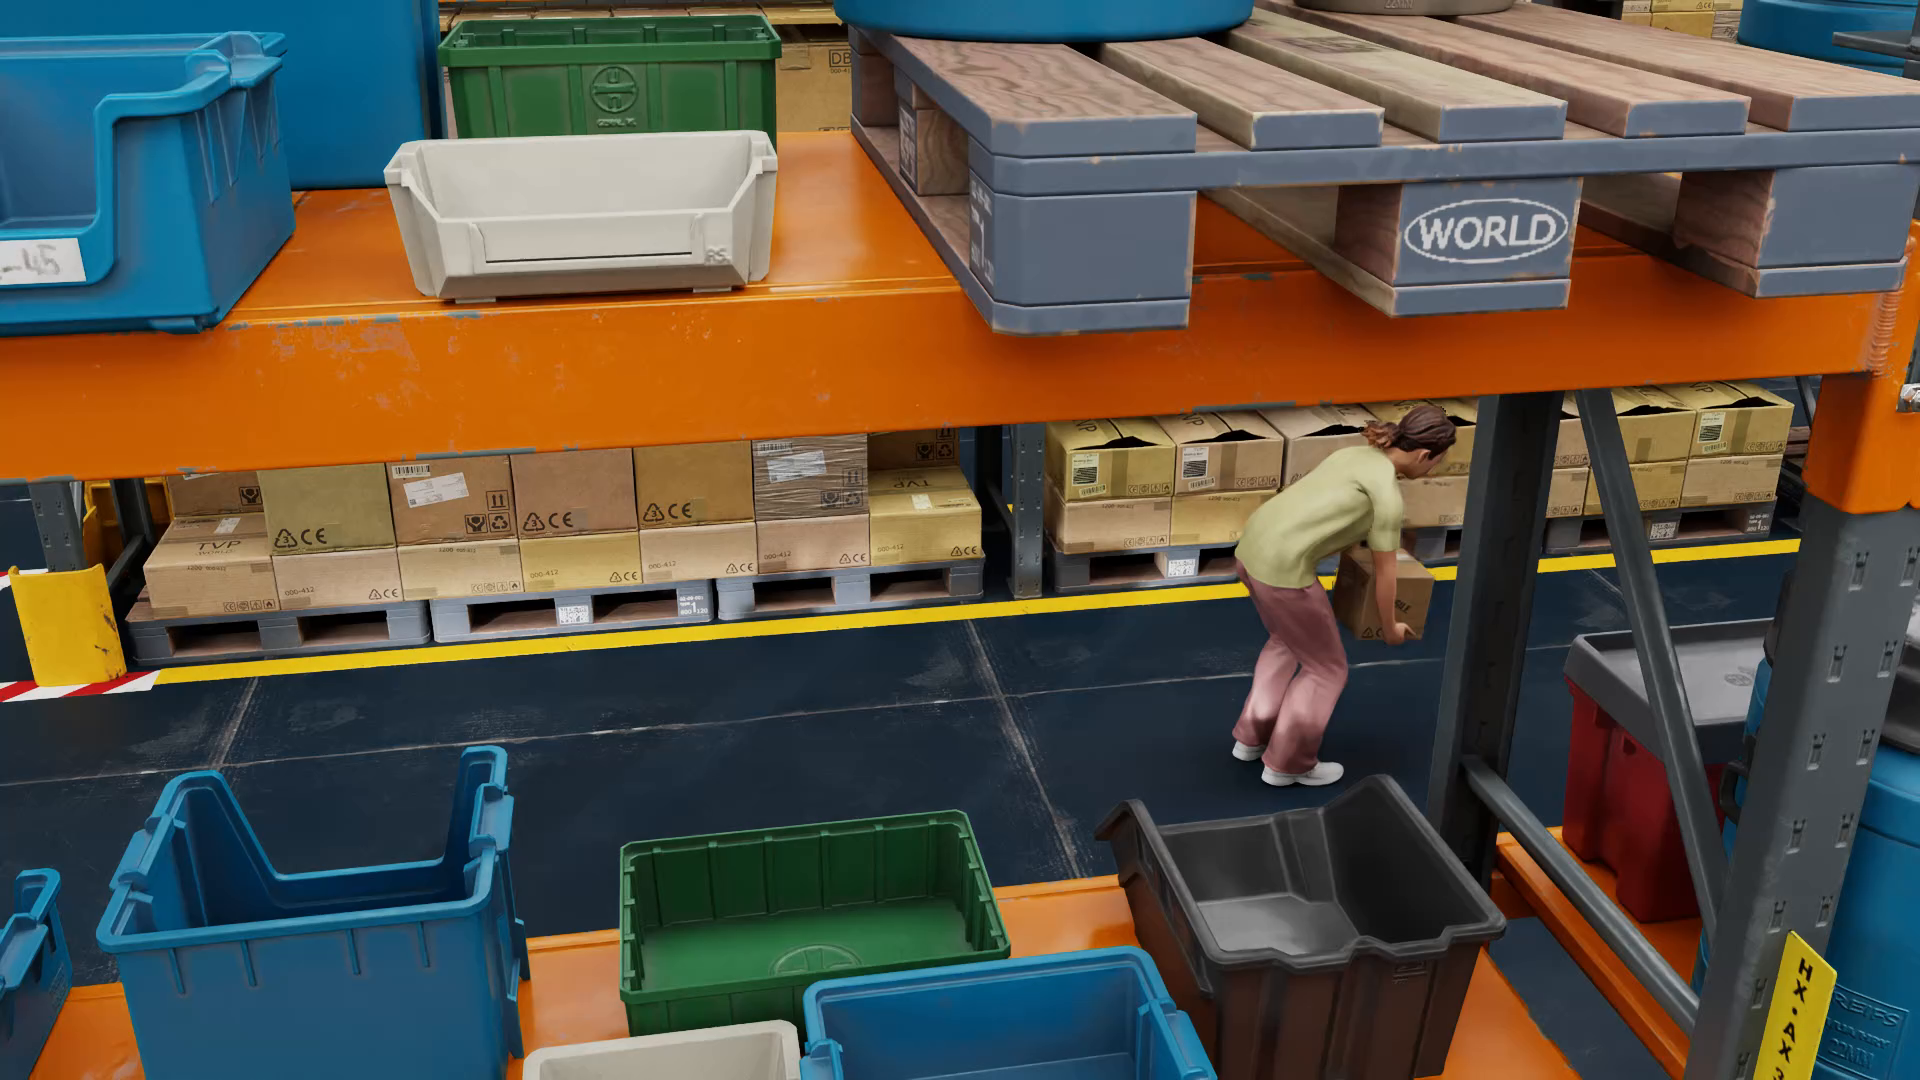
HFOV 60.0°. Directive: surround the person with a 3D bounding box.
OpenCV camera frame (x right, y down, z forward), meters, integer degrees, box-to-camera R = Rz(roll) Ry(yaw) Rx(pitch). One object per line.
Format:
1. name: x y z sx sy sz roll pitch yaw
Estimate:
1. person: 1.363 0.202 5.994 0.760 1.394 0.407 -5 24 -11
